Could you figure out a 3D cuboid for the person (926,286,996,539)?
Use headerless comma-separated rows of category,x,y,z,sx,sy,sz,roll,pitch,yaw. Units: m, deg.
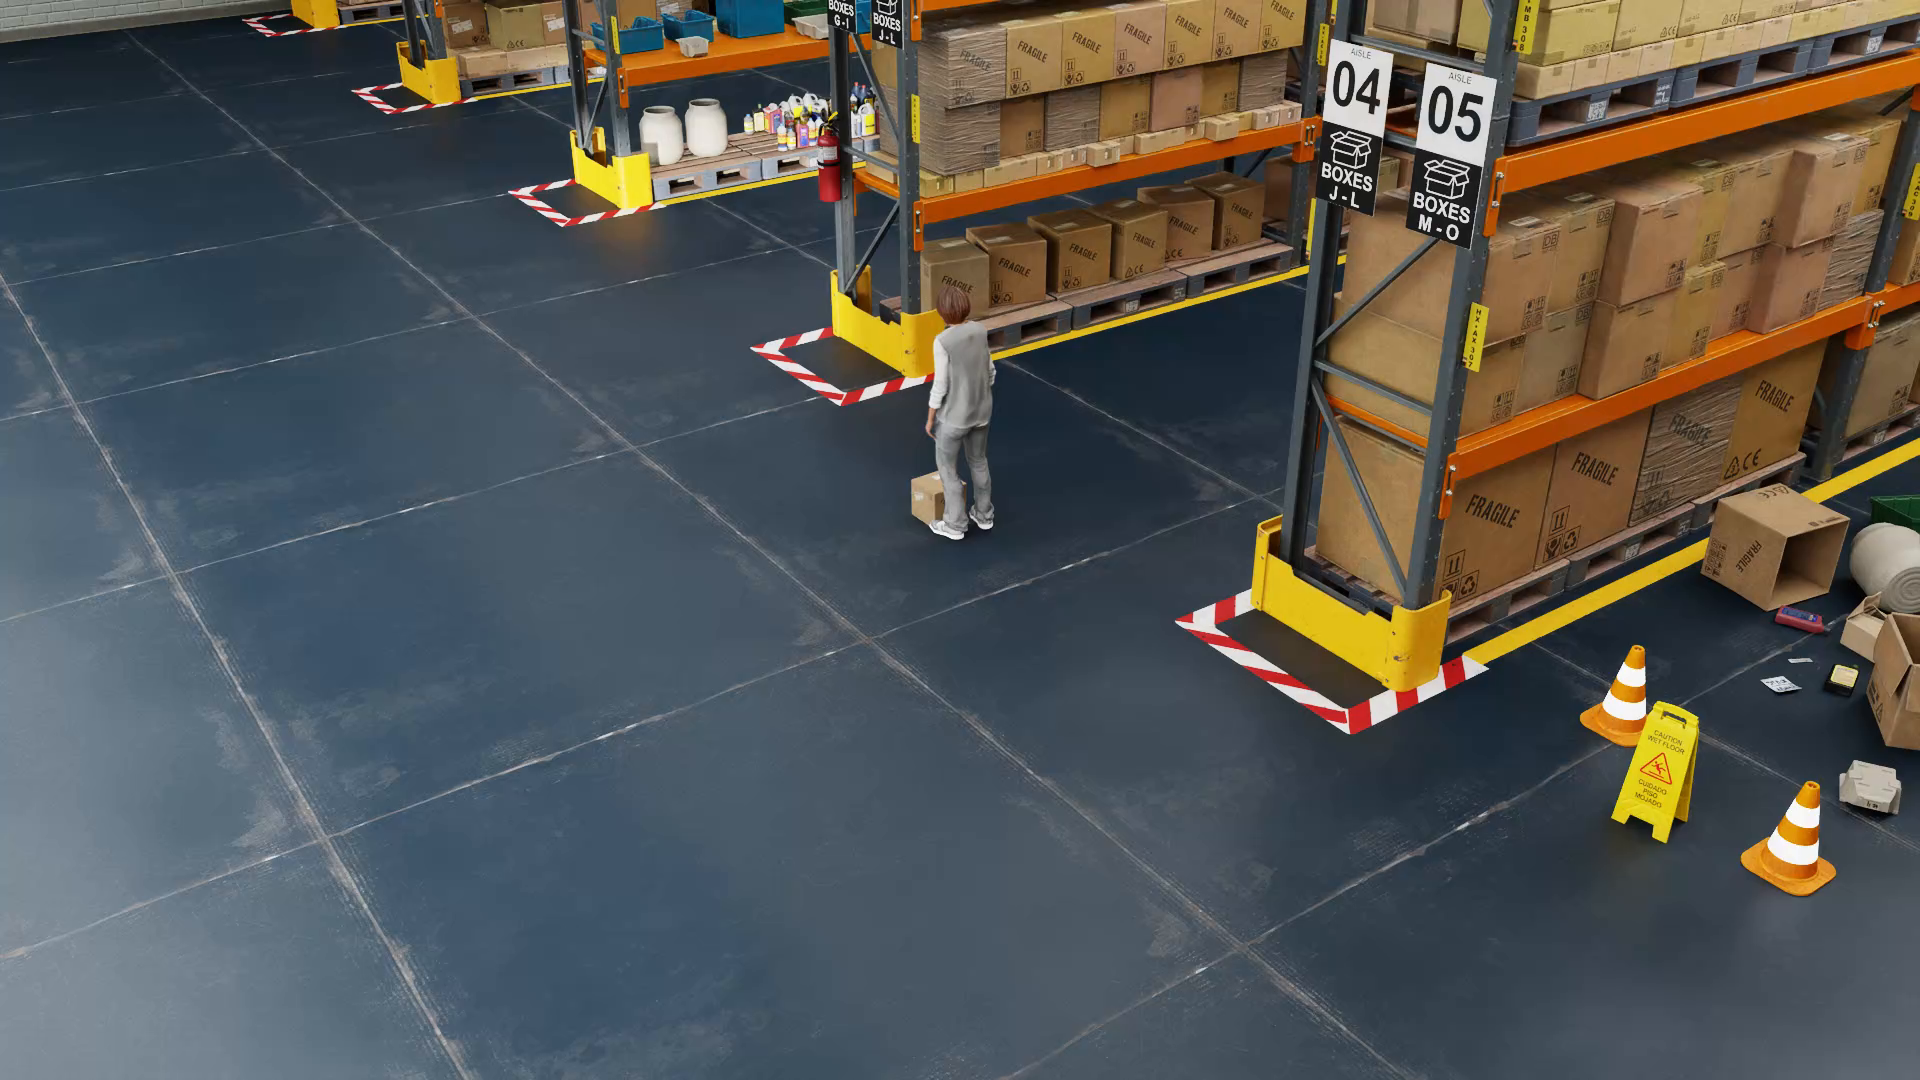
person,0.011,-0.753,9.994,0.482,1.594,0.342,-21,35,-32
